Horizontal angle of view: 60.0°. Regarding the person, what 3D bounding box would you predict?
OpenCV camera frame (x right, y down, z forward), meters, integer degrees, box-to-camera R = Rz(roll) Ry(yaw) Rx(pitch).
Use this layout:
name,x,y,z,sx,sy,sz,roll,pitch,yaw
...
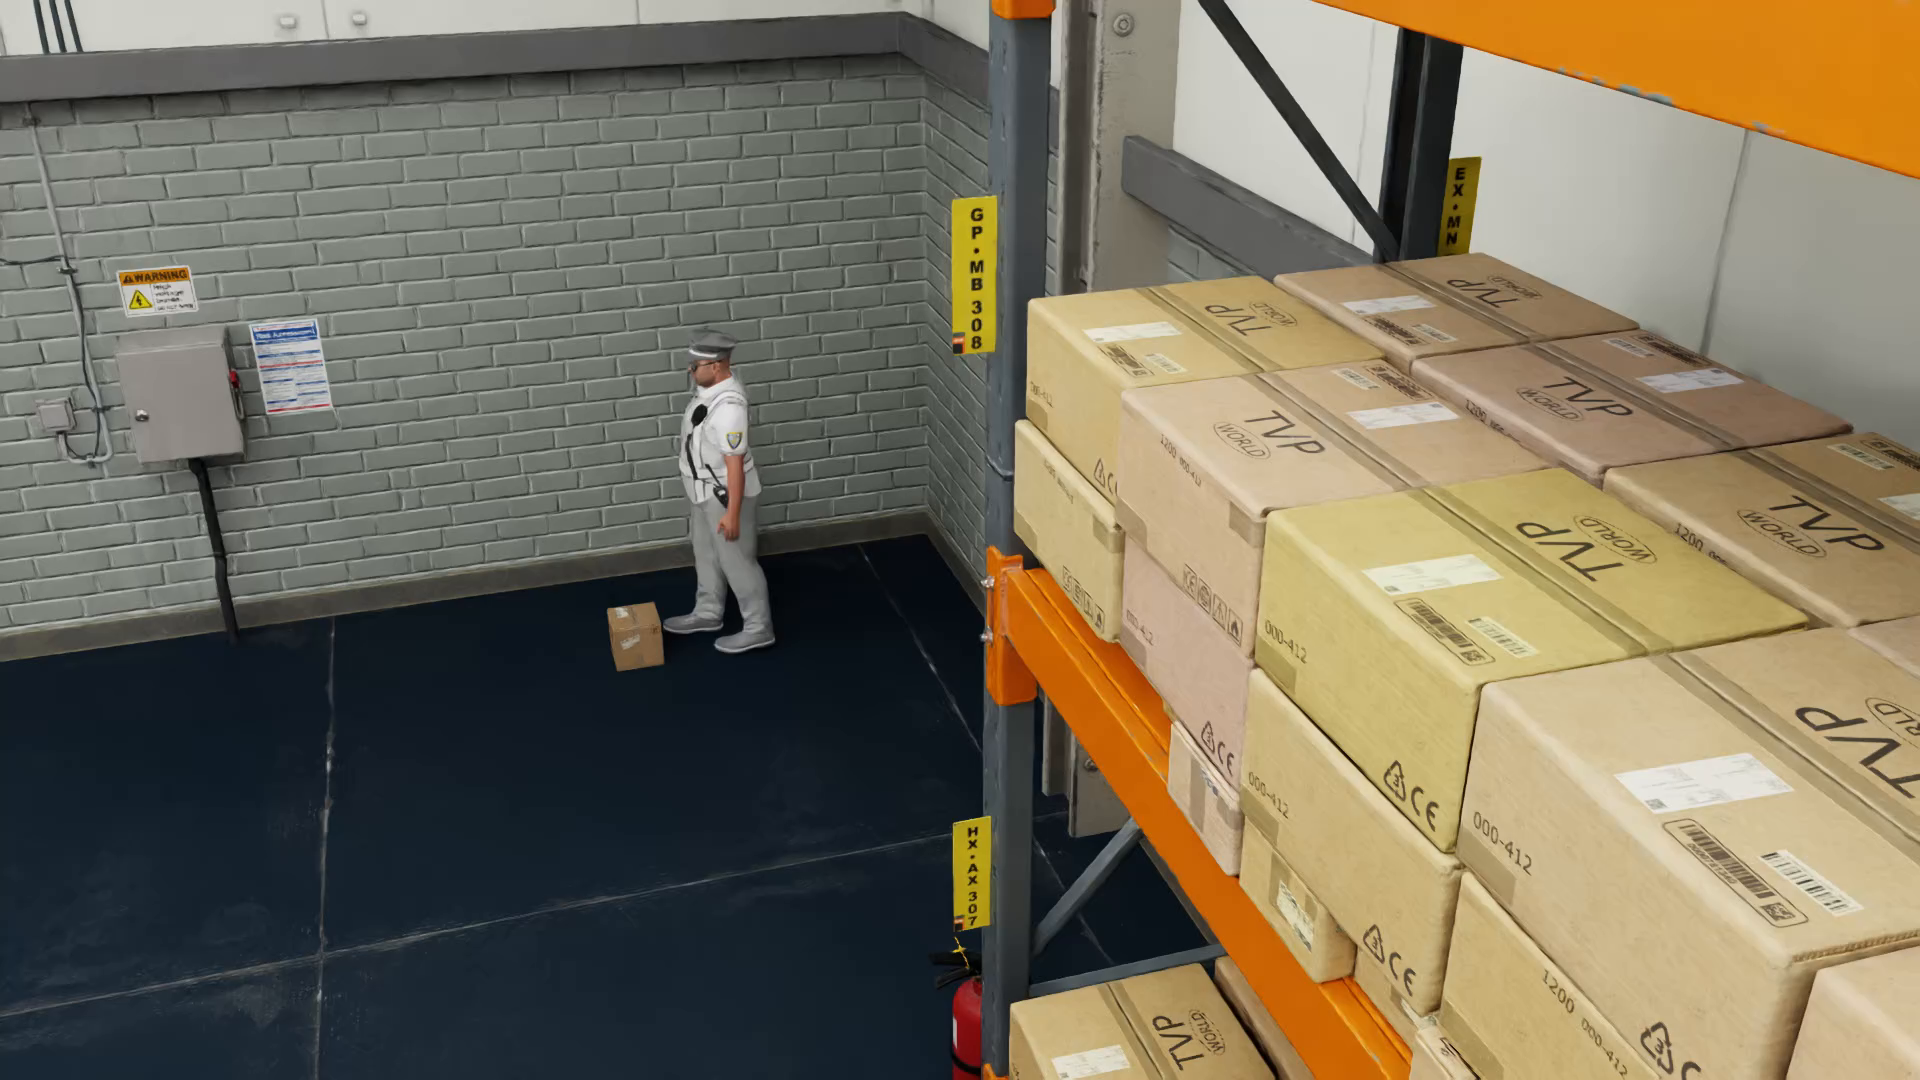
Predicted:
name,x,y,z,sx,sy,sz,roll,pitch,yaw
person,-1.288,-0.238,8.563,0.560,1.750,0.561,-8,27,-16
